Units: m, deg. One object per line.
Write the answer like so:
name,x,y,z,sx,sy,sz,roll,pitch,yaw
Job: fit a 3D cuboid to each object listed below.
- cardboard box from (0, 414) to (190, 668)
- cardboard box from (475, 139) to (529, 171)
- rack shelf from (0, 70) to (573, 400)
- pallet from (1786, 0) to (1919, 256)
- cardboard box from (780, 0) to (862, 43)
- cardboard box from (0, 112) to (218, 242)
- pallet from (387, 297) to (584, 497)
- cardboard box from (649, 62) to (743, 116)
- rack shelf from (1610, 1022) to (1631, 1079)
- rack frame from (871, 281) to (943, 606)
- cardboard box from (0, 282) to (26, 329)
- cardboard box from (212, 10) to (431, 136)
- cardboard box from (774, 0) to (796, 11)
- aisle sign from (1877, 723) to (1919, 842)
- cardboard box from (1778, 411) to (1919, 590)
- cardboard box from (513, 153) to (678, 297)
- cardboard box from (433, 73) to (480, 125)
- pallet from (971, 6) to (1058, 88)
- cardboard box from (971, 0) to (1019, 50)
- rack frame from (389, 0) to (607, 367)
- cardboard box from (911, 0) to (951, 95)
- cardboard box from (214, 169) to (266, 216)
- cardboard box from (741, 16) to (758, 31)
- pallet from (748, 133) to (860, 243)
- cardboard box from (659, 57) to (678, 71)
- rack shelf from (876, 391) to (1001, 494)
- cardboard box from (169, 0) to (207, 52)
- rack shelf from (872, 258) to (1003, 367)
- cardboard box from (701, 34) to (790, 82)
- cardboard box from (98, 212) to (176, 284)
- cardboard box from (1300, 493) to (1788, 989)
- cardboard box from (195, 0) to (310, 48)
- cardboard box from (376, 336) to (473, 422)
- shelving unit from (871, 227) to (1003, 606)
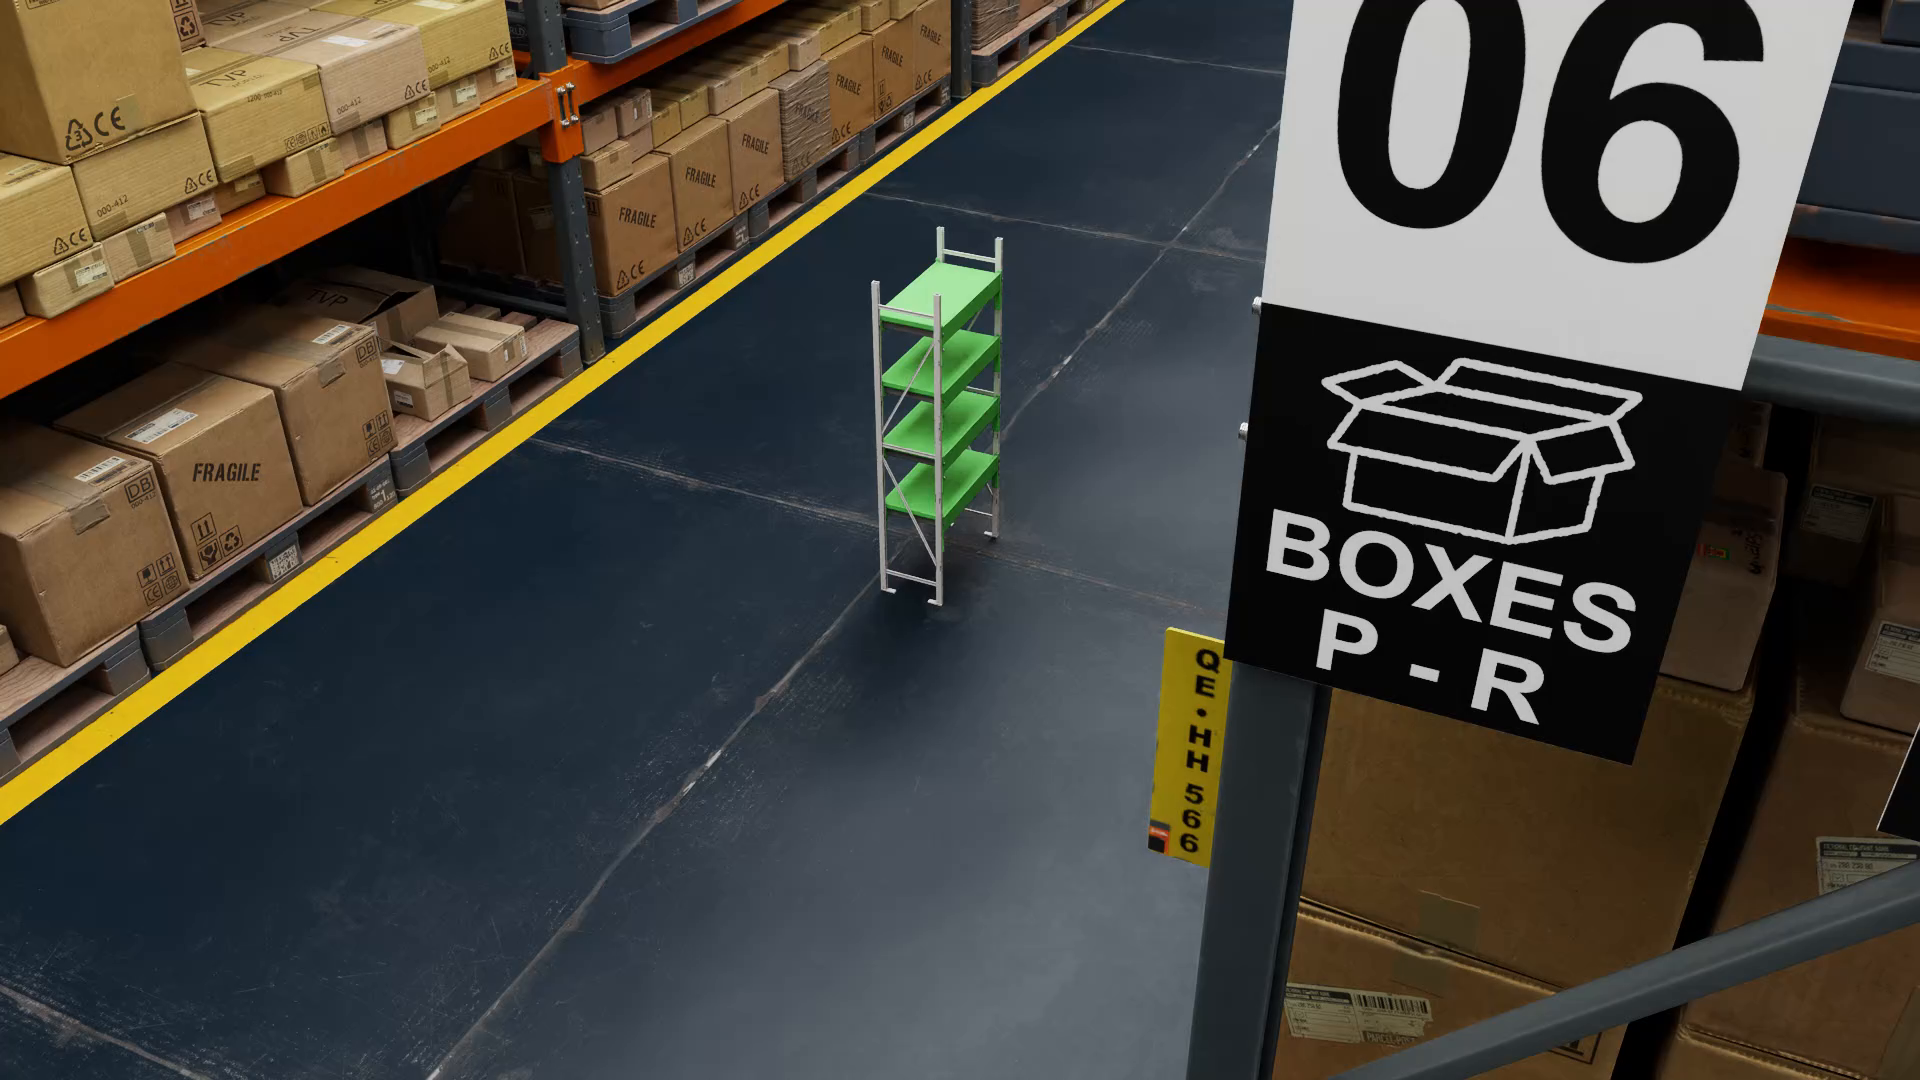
cardboard box,-3.019,-0.010,5.426,0.700,0.500,0.500,16,36,22
cardboard box,-2.188,-1.823,7.600,0.380,0.149,0.250,13,35,19
rack shelf,-2.917,-0.875,5.505,1.077,0.370,4.000,14,36,20
pallet,1.057,-0.632,1.824,1.003,0.211,1.213,14,36,20
cardboard box,-0.771,-2.877,9.207,0.380,0.149,0.250,15,36,22
cardboard box,-2.705,-1.170,5.164,0.500,0.250,0.500,13,36,19
pallet,-2.368,-0.664,7.071,1.003,0.211,1.213,14,36,20
cardboard box,-1.305,-2.233,8.225,0.380,0.149,0.250,14,36,20
rack shelf,1.593,0.262,3.772,1.077,0.370,4.000,14,36,20
rack frame,-0.171,-0.298,5.610,0.240,1.200,0.015,14,36,20
cardboard box,-2.957,-0.697,4.807,0.380,0.149,0.250,15,36,21
cardboard box,-2.268,-1.671,5.929,0.500,0.250,0.500,14,36,21
cardboard box,-1.075,-3.109,9.561,0.380,0.149,0.250,15,36,21
aisle sign,0.990,-0.028,1.186,0.394,0.787,0.004,14,36,20
cardboard box,1.201,-0.035,1.973,0.380,0.149,0.250,15,36,22
cardboard box,-1.673,-1.492,7.686,0.500,0.500,0.500,16,36,23
cardboard box,-2.073,-1.716,6.360,0.380,0.149,0.250,15,36,22
pallet,-0.027,-3.399,11.242,1.003,0.211,1.213,14,36,20
cardboard box,-0.133,-3.654,10.870,0.875,0.625,0.625,15,36,22
rack frame,-2.080,-2.172,6.827,1.000,3.000,0.127,14,36,20
cardboard box,-0.388,-3.035,10.039,0.500,0.500,0.500,15,36,22
cardboard box,-2.585,-1.220,5.604,0.380,0.149,0.250,15,36,21
cardboard box,-1.338,-2.854,9.172,0.380,0.149,0.250,13,36,19
pallet,-1.265,-2.030,9.153,1.003,0.211,1.213,14,36,20
cardboard box,-1.685,-2.478,8.598,0.380,0.149,0.250,15,36,21
rack shelf,-0.069,-0.366,5.830,0.258,0.148,0.480,14,36,20
cardboard box,-2.945,-1.867,5.543,0.500,0.500,0.500,13,35,19
rack shelf,-0.069,-0.767,5.567,0.258,0.148,0.480,14,36,20
cardboard box,-1.112,-2.497,8.628,0.380,0.149,0.250,14,36,21
cardboard box,-2.691,-0.942,5.180,0.380,0.149,0.250,15,36,22
cardboard box,0.742,0.202,2.203,0.500,0.500,0.500,15,36,22
cardboard box,-2.736,-1.798,6.122,0.500,0.250,0.500,14,36,20
cardboard box,-2.196,-0.682,6.665,0.396,0.266,0.258,15,36,22
shelving unit,-0.069,-0.419,5.795,0.258,1.200,0.503,14,36,20
